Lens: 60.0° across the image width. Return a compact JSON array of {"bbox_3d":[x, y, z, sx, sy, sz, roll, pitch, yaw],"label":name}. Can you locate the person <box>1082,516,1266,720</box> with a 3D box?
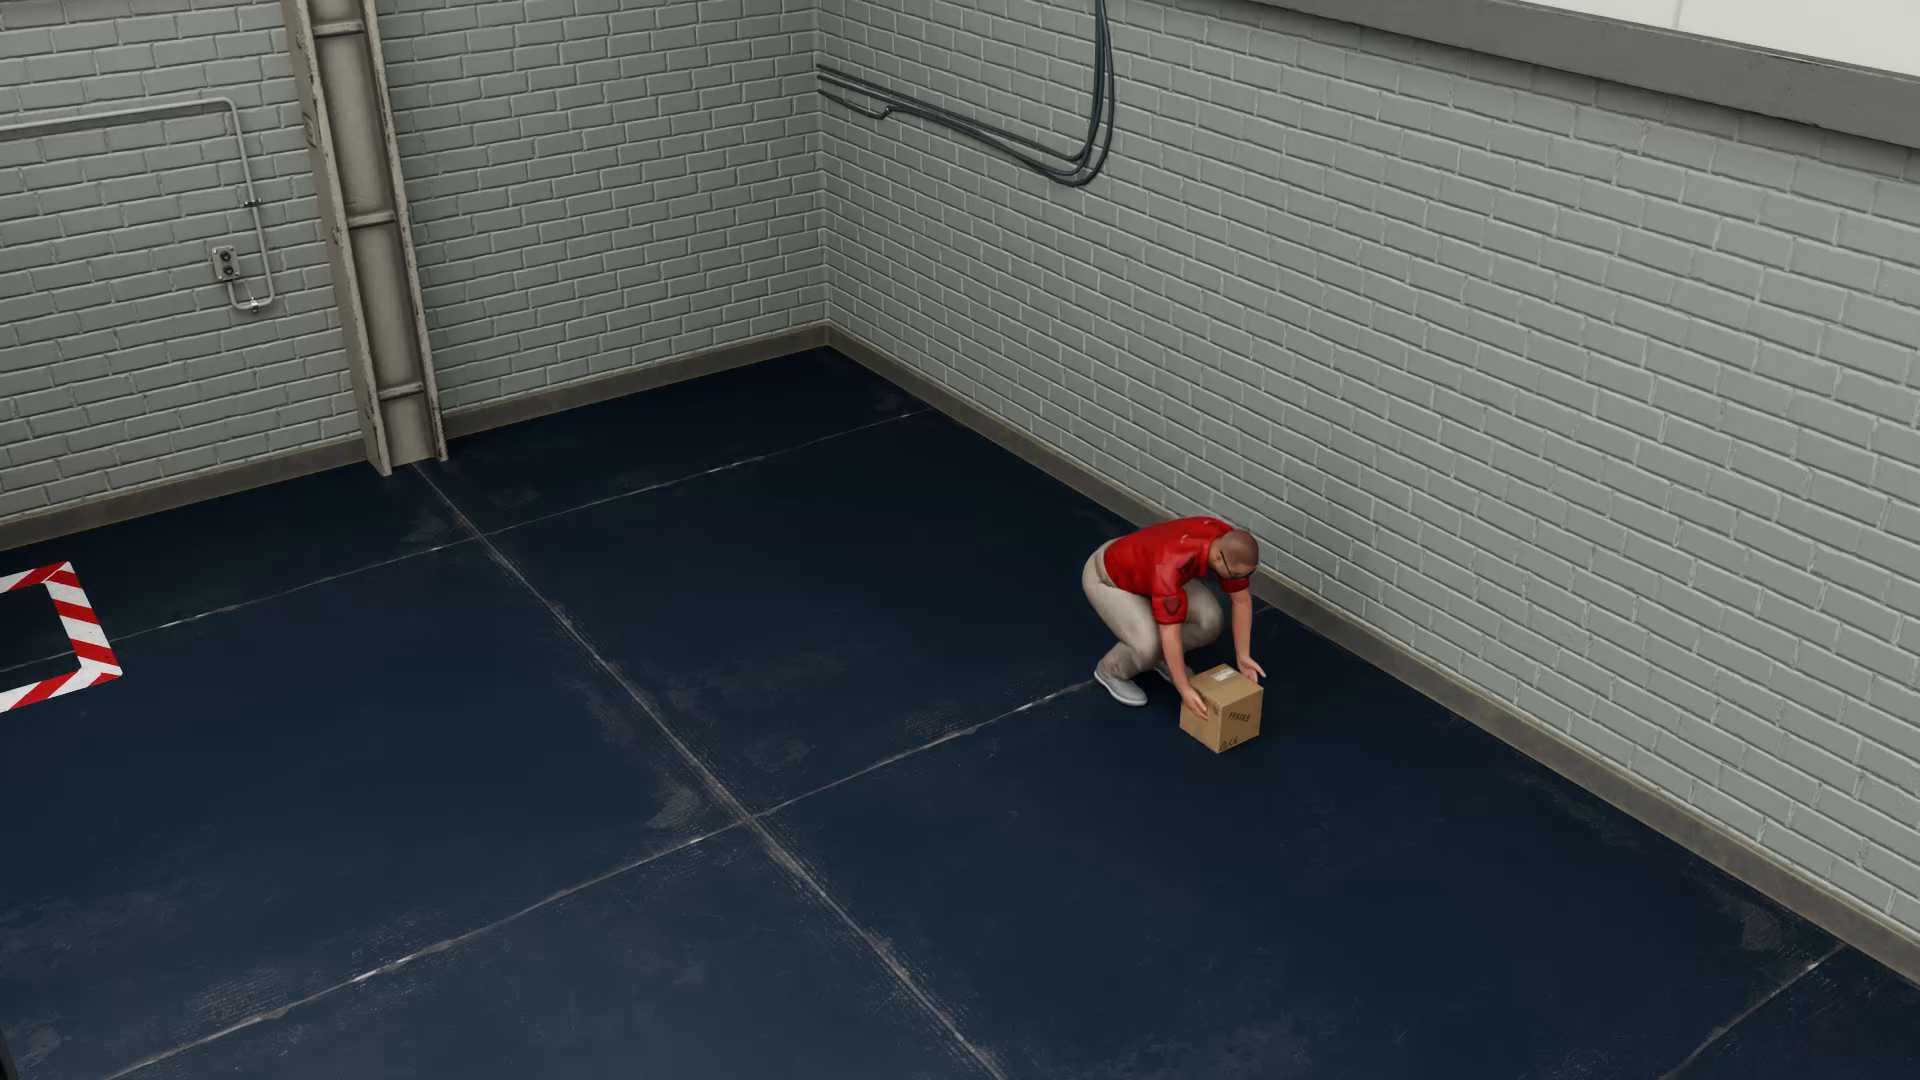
[{"bbox_3d":[0.968,0.284,7.421,0.569,0.968,0.843,-19,34,-31],"label":"person"}]
